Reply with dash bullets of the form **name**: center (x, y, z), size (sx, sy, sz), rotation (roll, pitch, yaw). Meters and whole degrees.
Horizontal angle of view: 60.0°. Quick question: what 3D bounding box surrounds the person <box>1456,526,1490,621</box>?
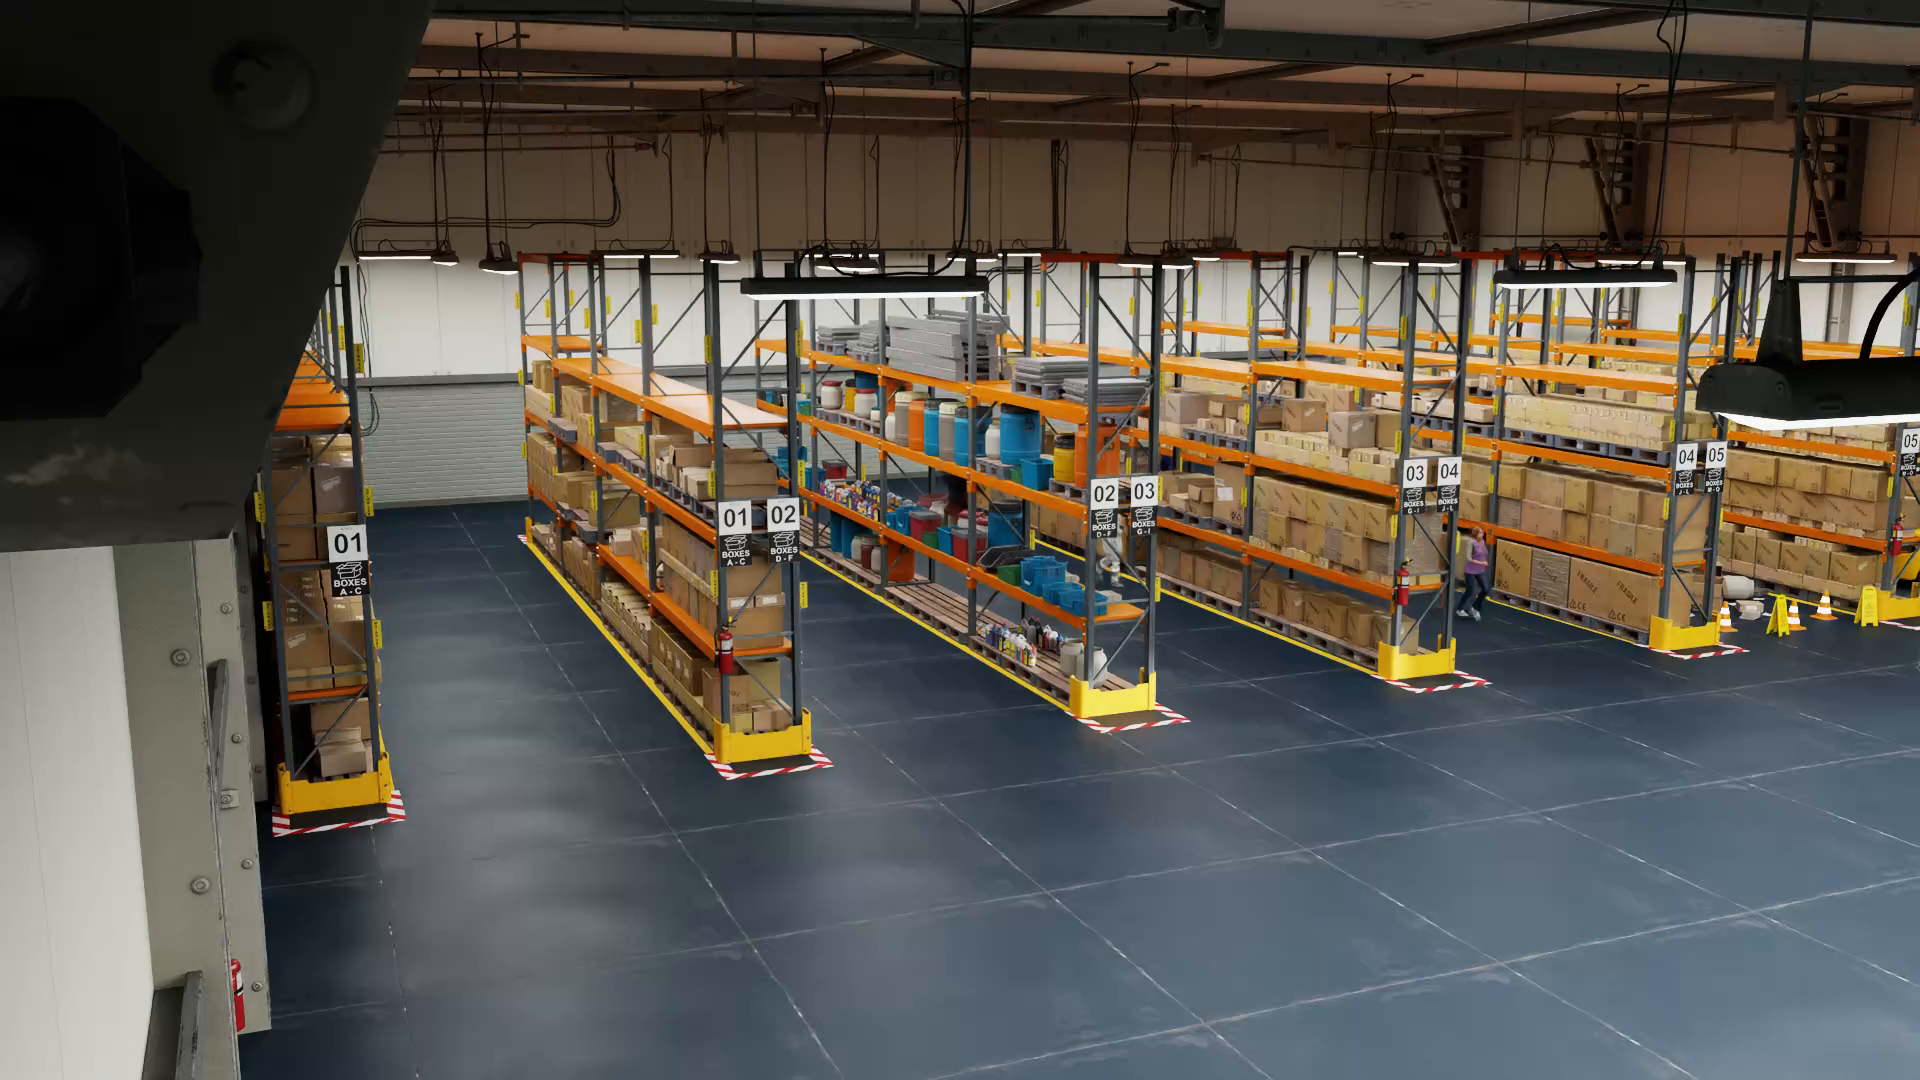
- **person**: center (8.570, 0.572, 27.603), size (0.558, 1.607, 0.673), rotation (-6, 12, -28)

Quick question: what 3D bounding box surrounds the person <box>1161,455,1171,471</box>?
- **person**: center (5.077, -2.042, 41.909), size (0.733, 1.596, 0.714), rotation (2, 11, 13)

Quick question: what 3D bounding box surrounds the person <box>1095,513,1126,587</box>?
- **person**: center (2.635, -0.075, 28.934), size (0.674, 1.775, 0.729), rotation (-8, 13, -36)

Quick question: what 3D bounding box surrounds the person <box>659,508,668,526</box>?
- **person**: center (-6.010, -0.624, 33.966), size (0.569, 1.739, 0.770), rotation (-6, 12, -28)
